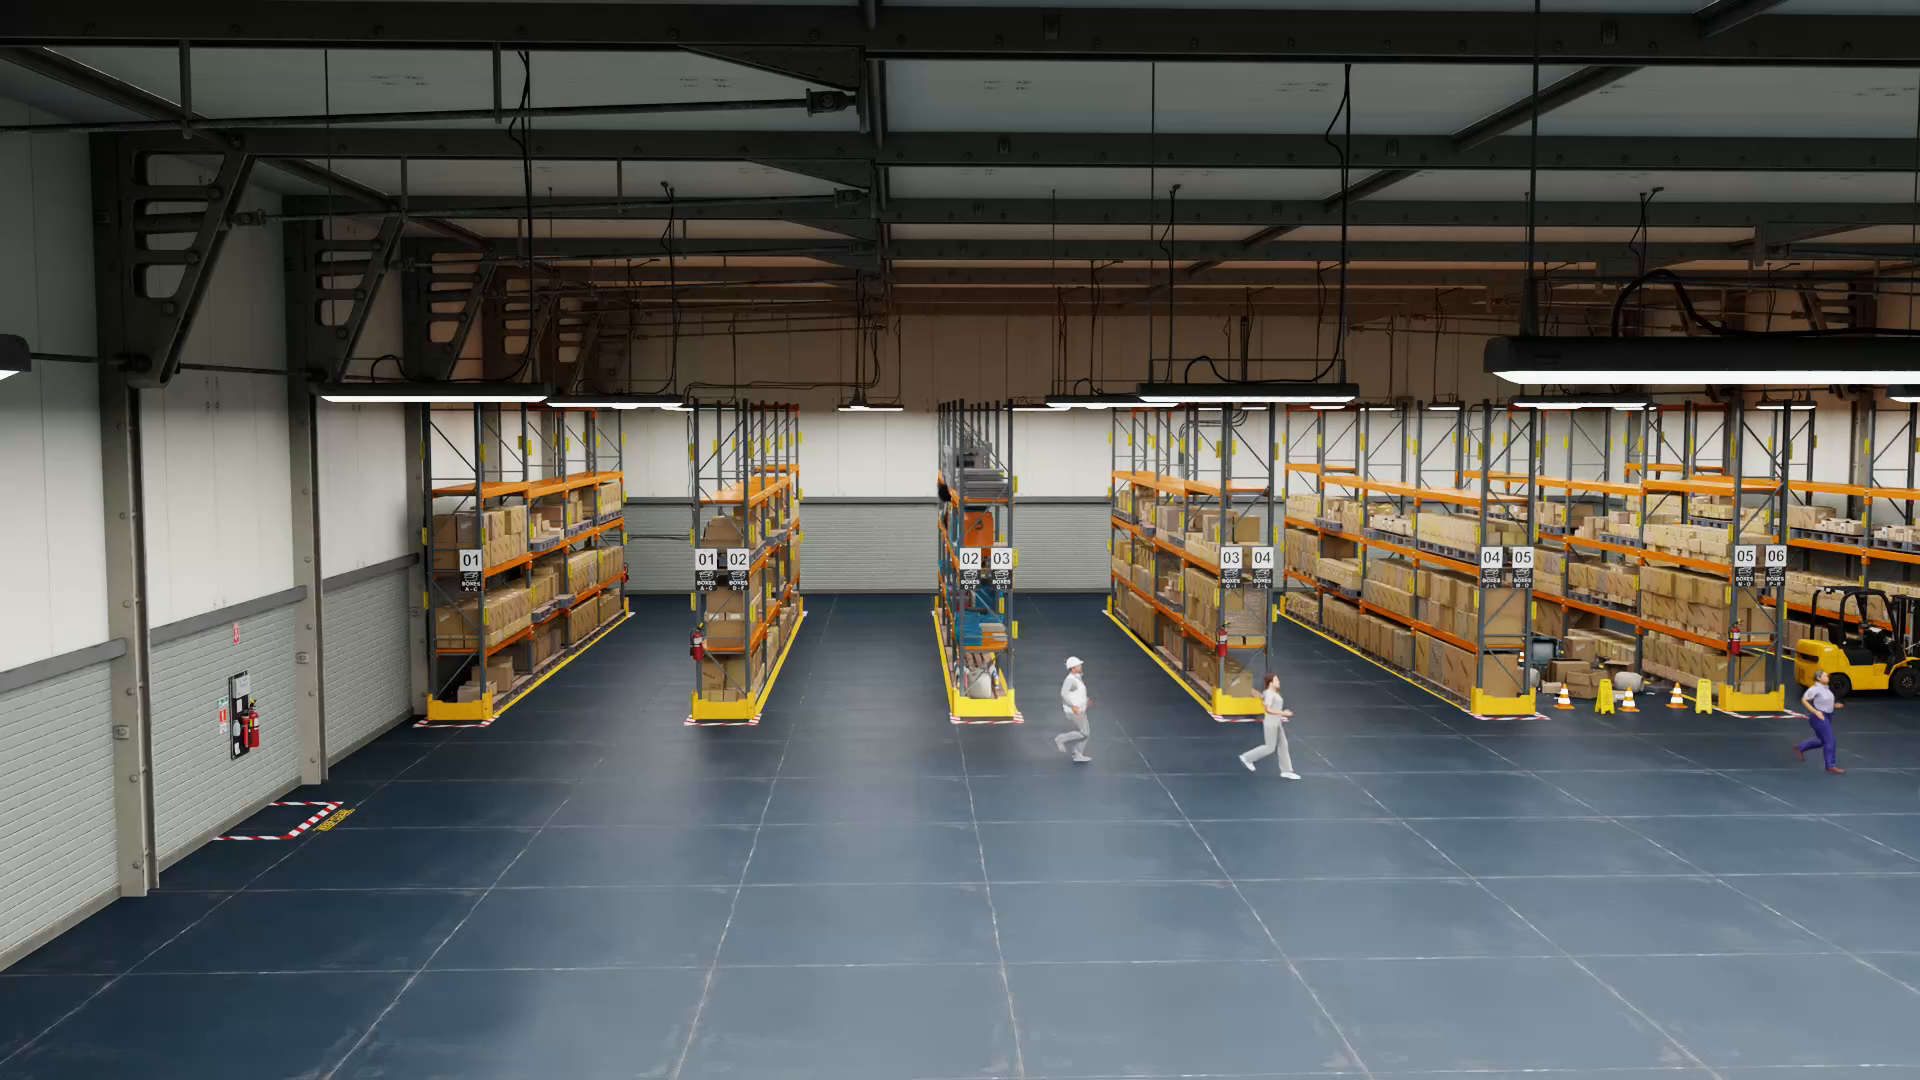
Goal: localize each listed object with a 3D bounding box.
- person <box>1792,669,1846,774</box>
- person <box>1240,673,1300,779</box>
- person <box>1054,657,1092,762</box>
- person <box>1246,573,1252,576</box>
[{"bbox_3d":[13.786,2.889,26.687,0.604,1.606,0.862,-4,6,-44],"label":"person"},{"bbox_3d":[4.872,2.905,26.052,0.934,1.664,0.568,1,5,19],"label":"person"},{"bbox_3d":[1.868,2.789,27.360,0.599,1.731,0.671,1,4,15],"label":"person"},{"bbox_3d":[8.323,1.175,48.103,0.913,1.768,0.710,-2,5,-30],"label":"person"}]
